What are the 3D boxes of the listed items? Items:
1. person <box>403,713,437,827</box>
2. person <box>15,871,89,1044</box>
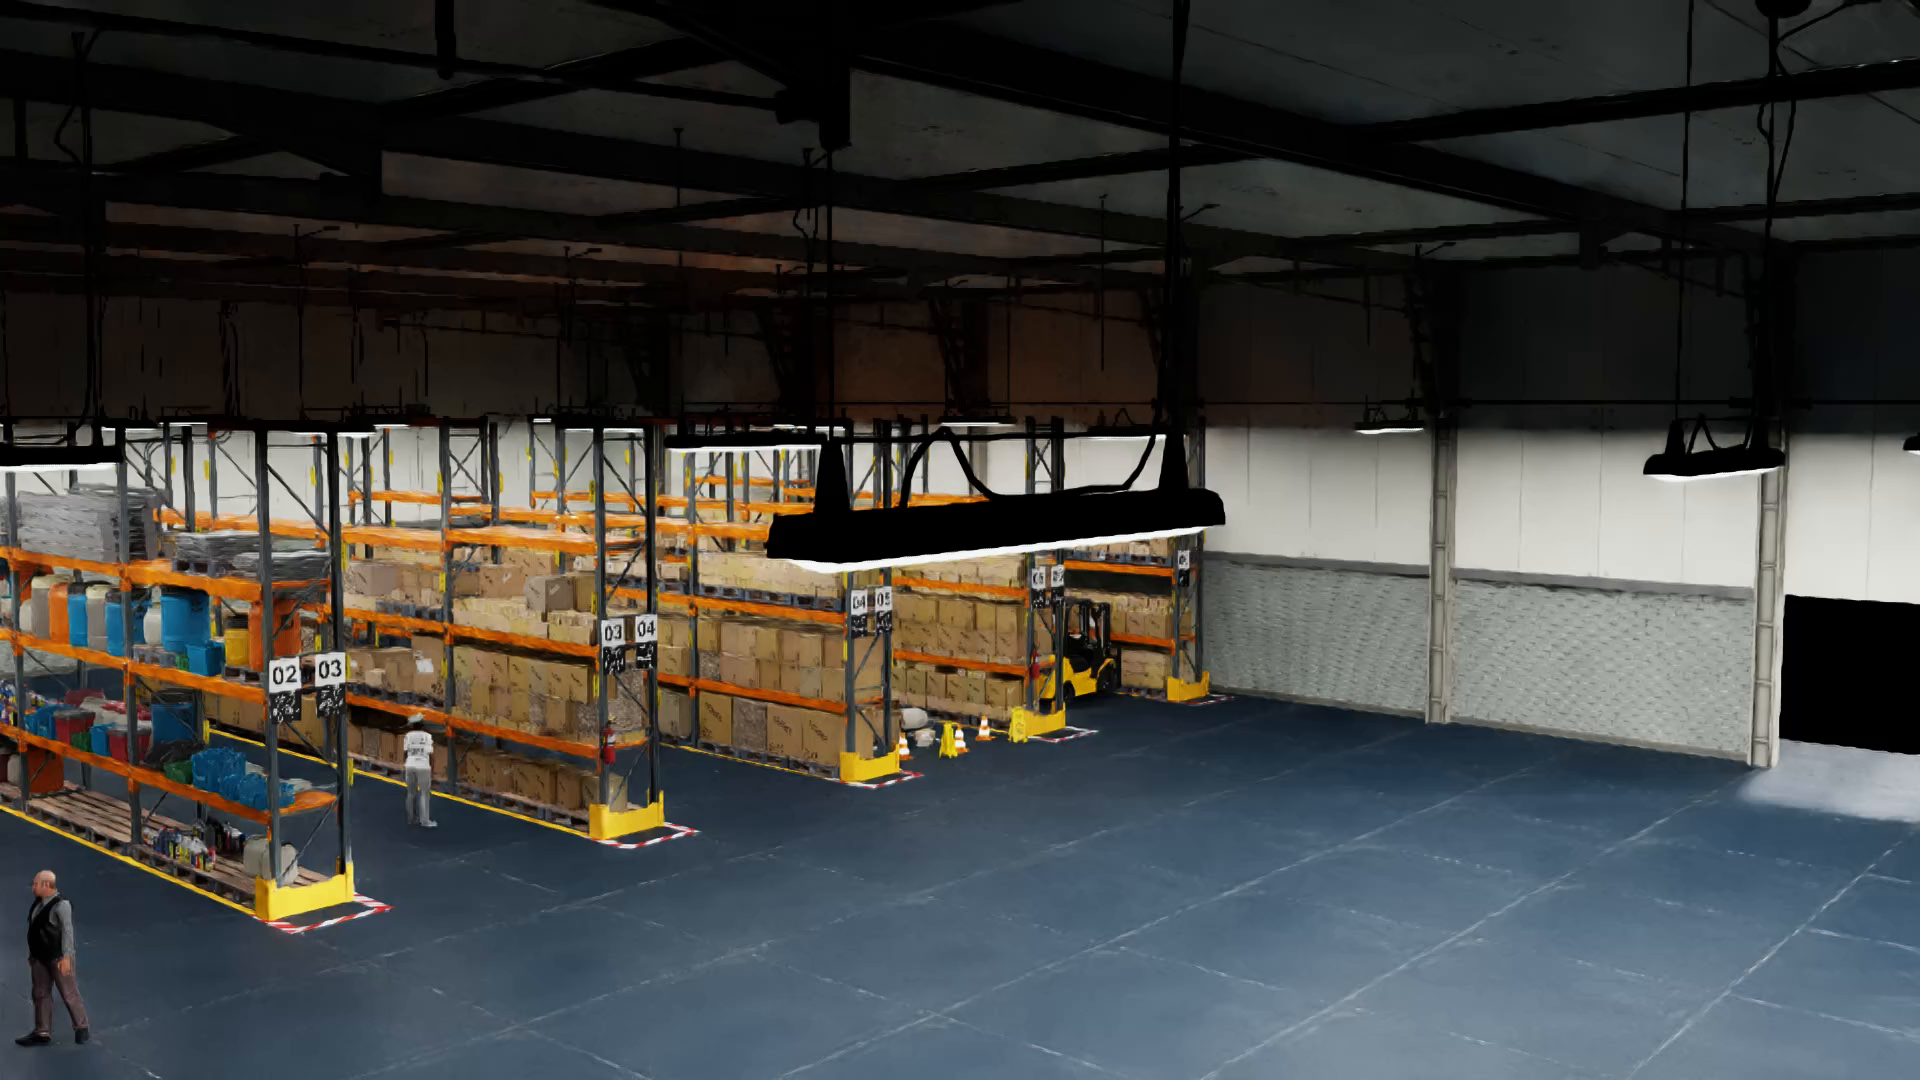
[{"bbox_3d":[-8.052,3.424,24.792,0.500,1.677,0.422,1,5,10],"label":"person"},{"bbox_3d":[-8.944,4.107,16.400,0.642,1.723,0.521,3,5,29],"label":"person"}]
